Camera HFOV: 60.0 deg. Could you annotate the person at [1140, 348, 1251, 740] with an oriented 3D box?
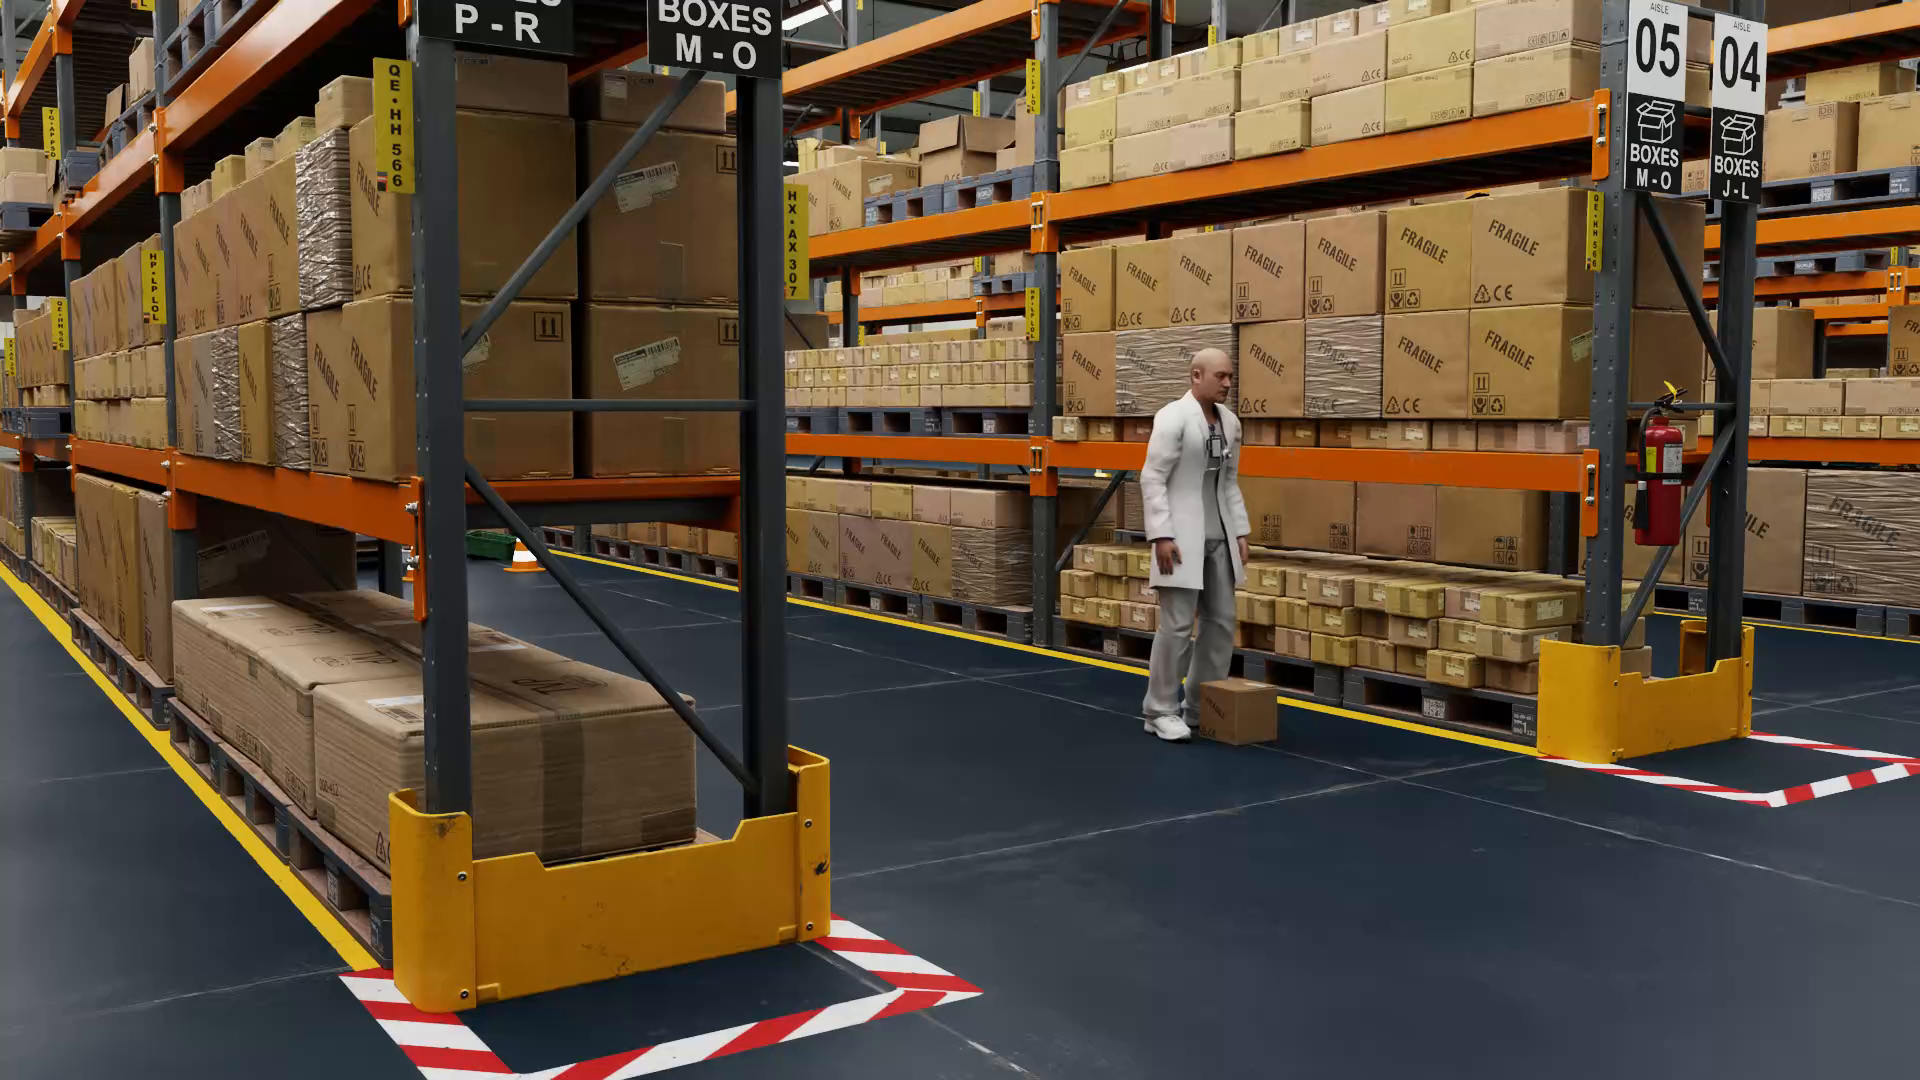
[{"bbox_3d":[1.106,0.005,7.692,0.653,1.774,0.425,-4,6,-38],"label":"person"}]
